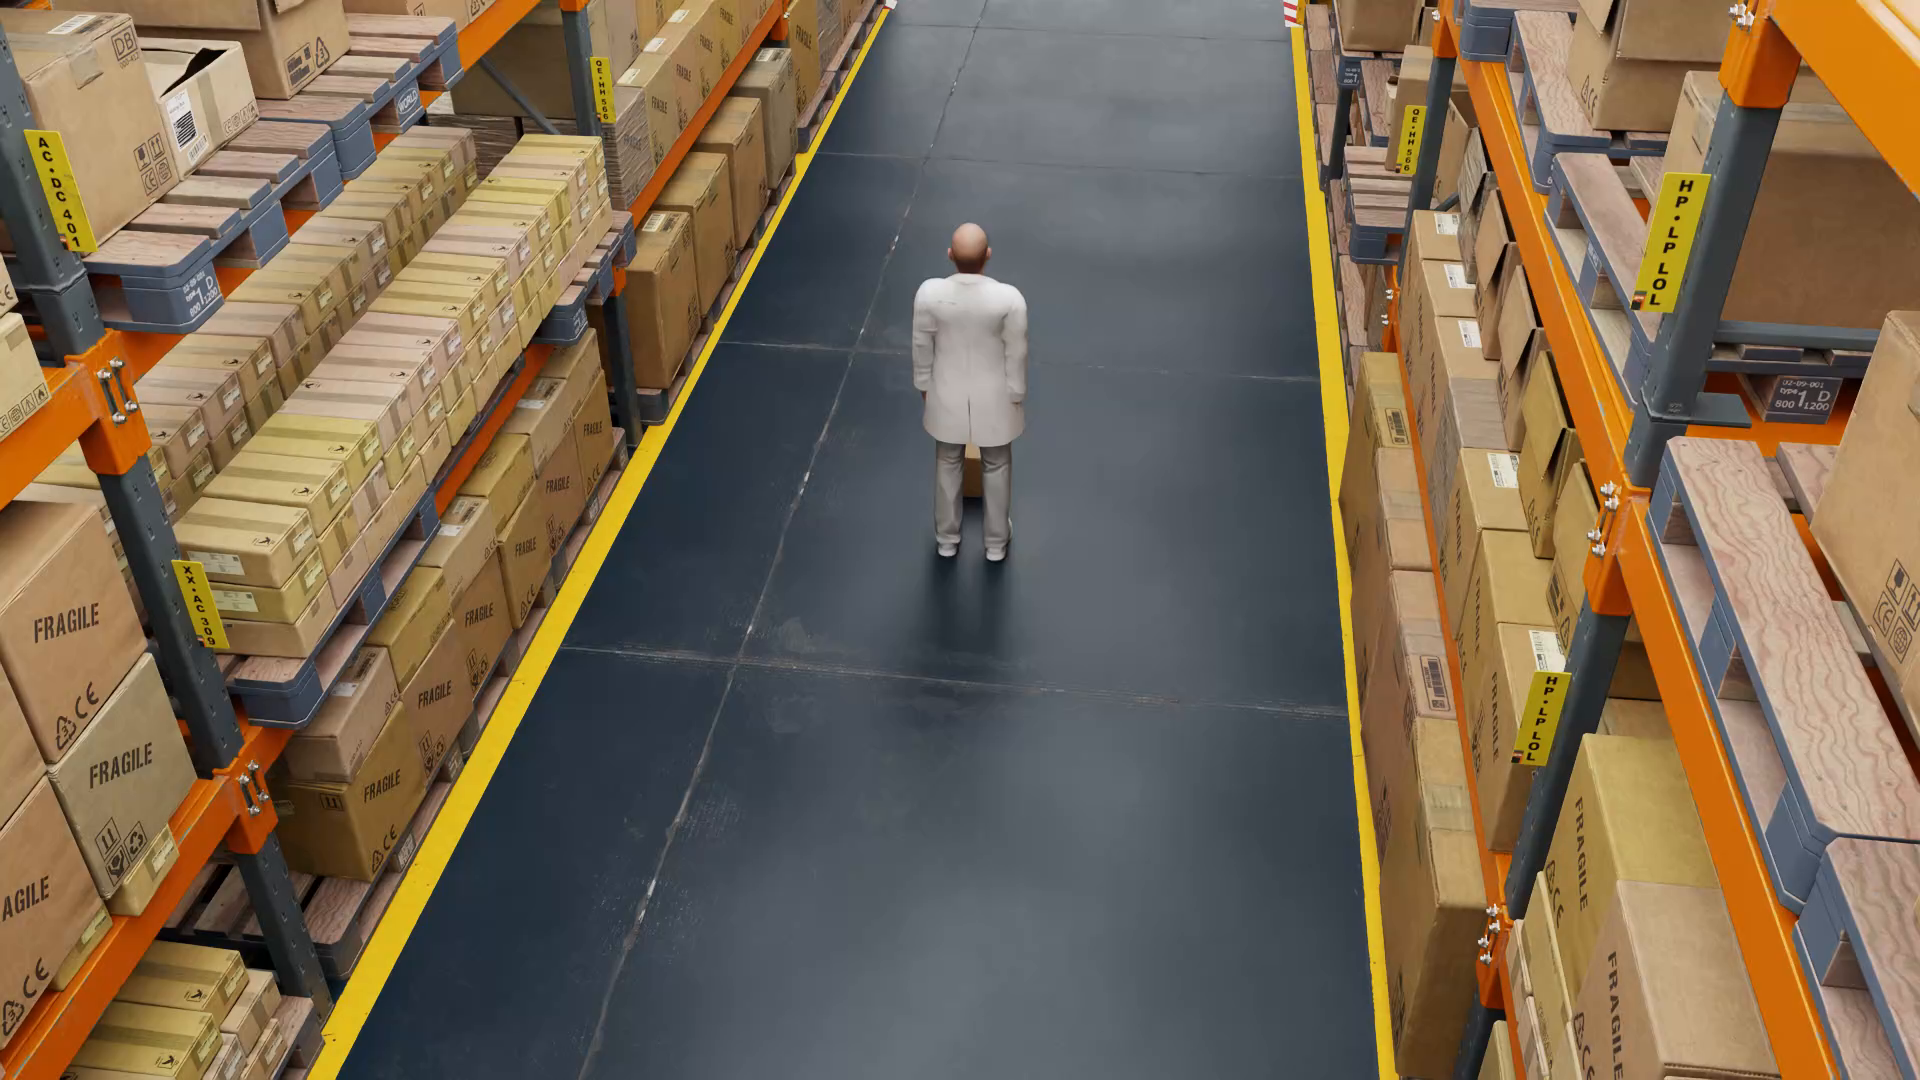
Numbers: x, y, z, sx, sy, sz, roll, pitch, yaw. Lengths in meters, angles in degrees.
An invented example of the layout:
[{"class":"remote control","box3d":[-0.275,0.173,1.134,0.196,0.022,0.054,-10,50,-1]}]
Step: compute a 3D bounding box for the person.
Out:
[{"class":"person","box3d":[0.040,-0.604,8.190,0.631,1.440,0.701,4,36,6]}]
